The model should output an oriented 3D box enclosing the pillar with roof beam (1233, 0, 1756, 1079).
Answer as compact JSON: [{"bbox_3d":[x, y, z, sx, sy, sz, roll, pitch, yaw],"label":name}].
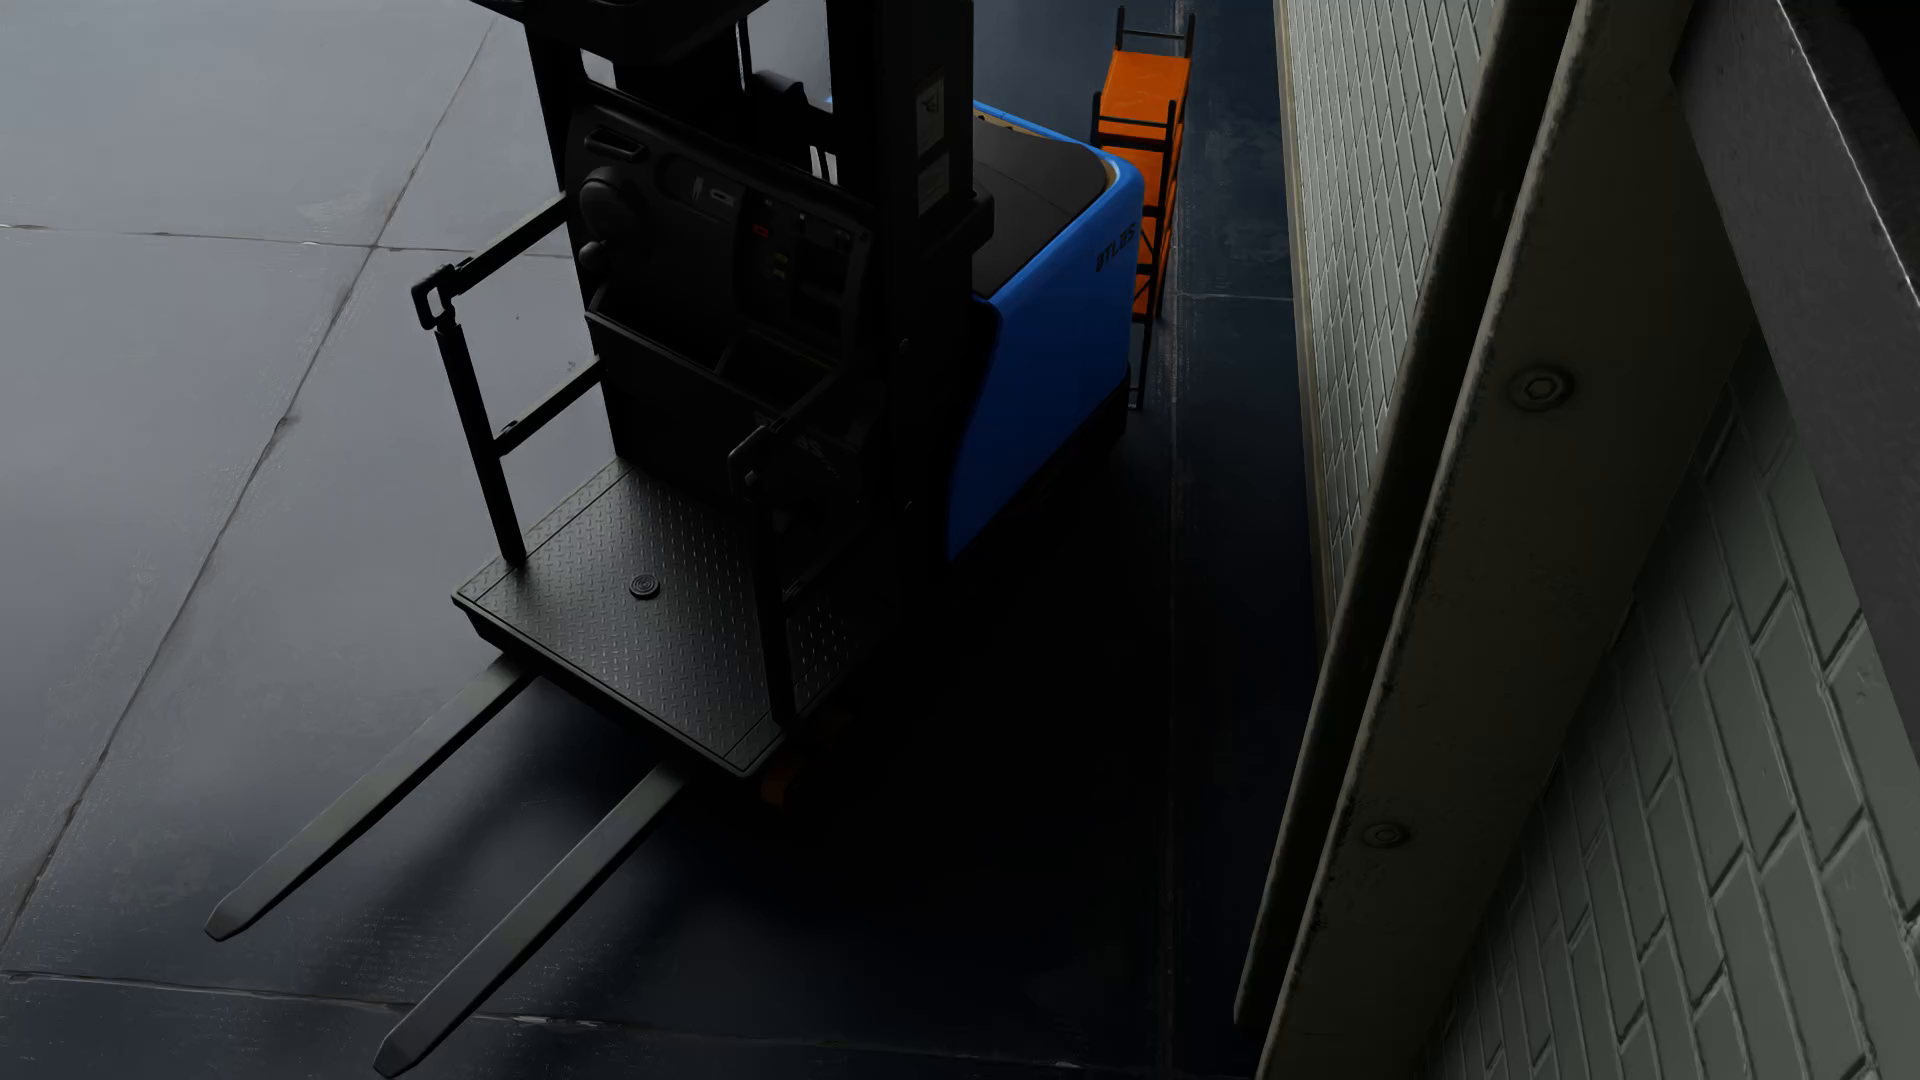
[{"bbox_3d":[-3.463,-2.003,0.984,9.100,9.000,0.400,4,48,4],"label":"pillar with roof beam"}]

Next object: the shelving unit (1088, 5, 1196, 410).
[{"bbox_3d":[0.554,-1.048,5.394,0.258,1.200,0.503,9,48,8],"label":"shelving unit"}]

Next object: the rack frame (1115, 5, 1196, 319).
[{"bbox_3d":[0.605,-1.224,5.556,0.240,1.200,0.015,9,48,8],"label":"rack frame"}]

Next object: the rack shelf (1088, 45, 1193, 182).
[{"bbox_3d":[0.555,-1.313,5.105,0.258,0.148,0.480,9,48,8],"label":"rack shelf"}]

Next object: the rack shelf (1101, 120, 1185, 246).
[{"bbox_3d":[0.555,-1.153,5.279,0.258,0.148,0.480,9,48,8],"label":"rack shelf"}]

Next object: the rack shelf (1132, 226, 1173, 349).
[{"bbox_3d":[0.554,-0.868,5.590,0.258,0.148,0.480,9,48,8],"label":"rack shelf"}]

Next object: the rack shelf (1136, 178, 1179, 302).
[{"bbox_3d":[0.554,-1.002,5.444,0.258,0.148,0.480,9,48,8],"label":"rack shelf"}]

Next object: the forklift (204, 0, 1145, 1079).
[{"bbox_3d":[-0.710,-0.655,3.863,1.130,2.935,3.031,27,53,23],"label":"forklift"}]

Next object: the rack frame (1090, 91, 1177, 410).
[{"bbox_3d":[0.504,-0.872,5.233,0.240,1.200,0.015,9,48,8],"label":"rack frame"}]
